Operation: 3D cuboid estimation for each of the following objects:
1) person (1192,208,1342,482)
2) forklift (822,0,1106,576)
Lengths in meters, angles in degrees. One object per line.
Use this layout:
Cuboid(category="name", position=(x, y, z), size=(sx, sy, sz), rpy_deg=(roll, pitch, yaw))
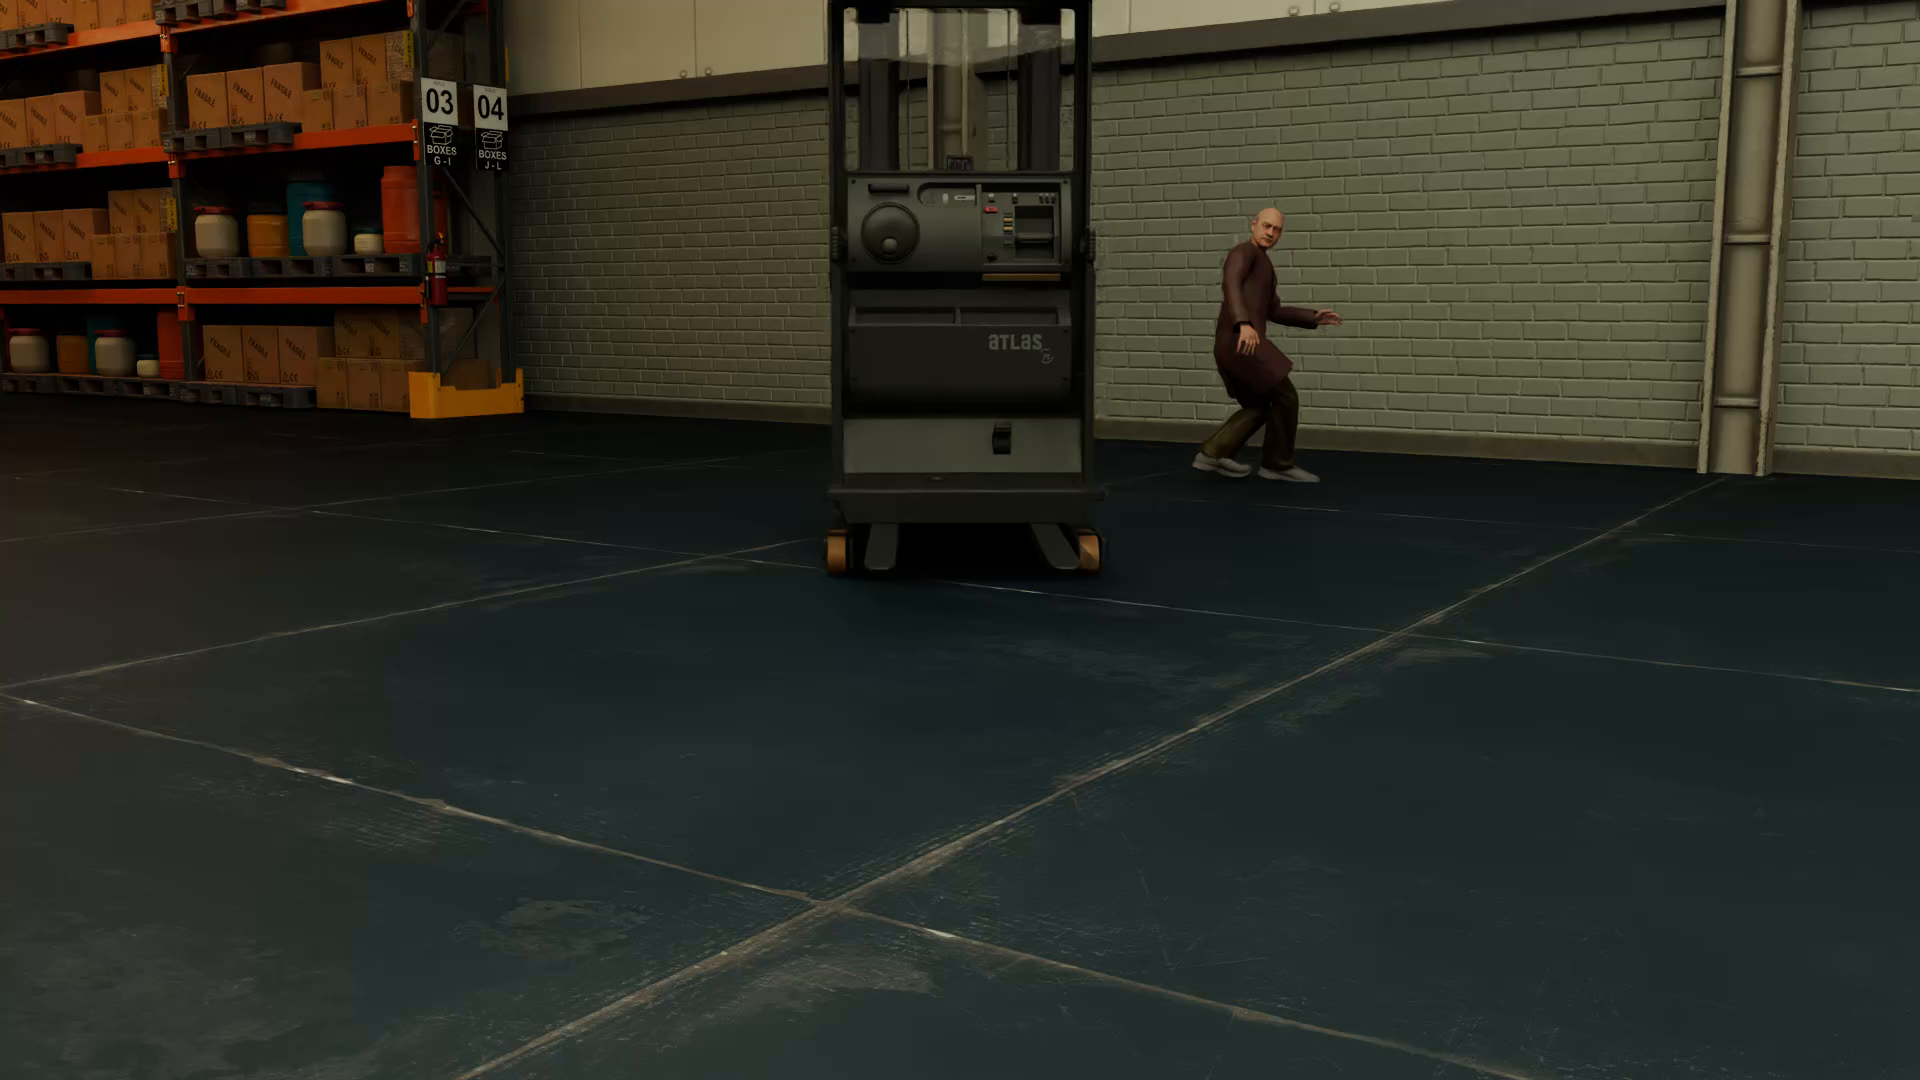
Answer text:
Cuboid(category="person", position=(1.839, -1.133, 9.866), size=(0.897, 1.649, 0.884), rpy_deg=(0, 8, -1))
Cuboid(category="forklift", position=(0.006, -1.351, 6.694), size=(1.130, 2.935, 3.031), rpy_deg=(0, 8, -1))
